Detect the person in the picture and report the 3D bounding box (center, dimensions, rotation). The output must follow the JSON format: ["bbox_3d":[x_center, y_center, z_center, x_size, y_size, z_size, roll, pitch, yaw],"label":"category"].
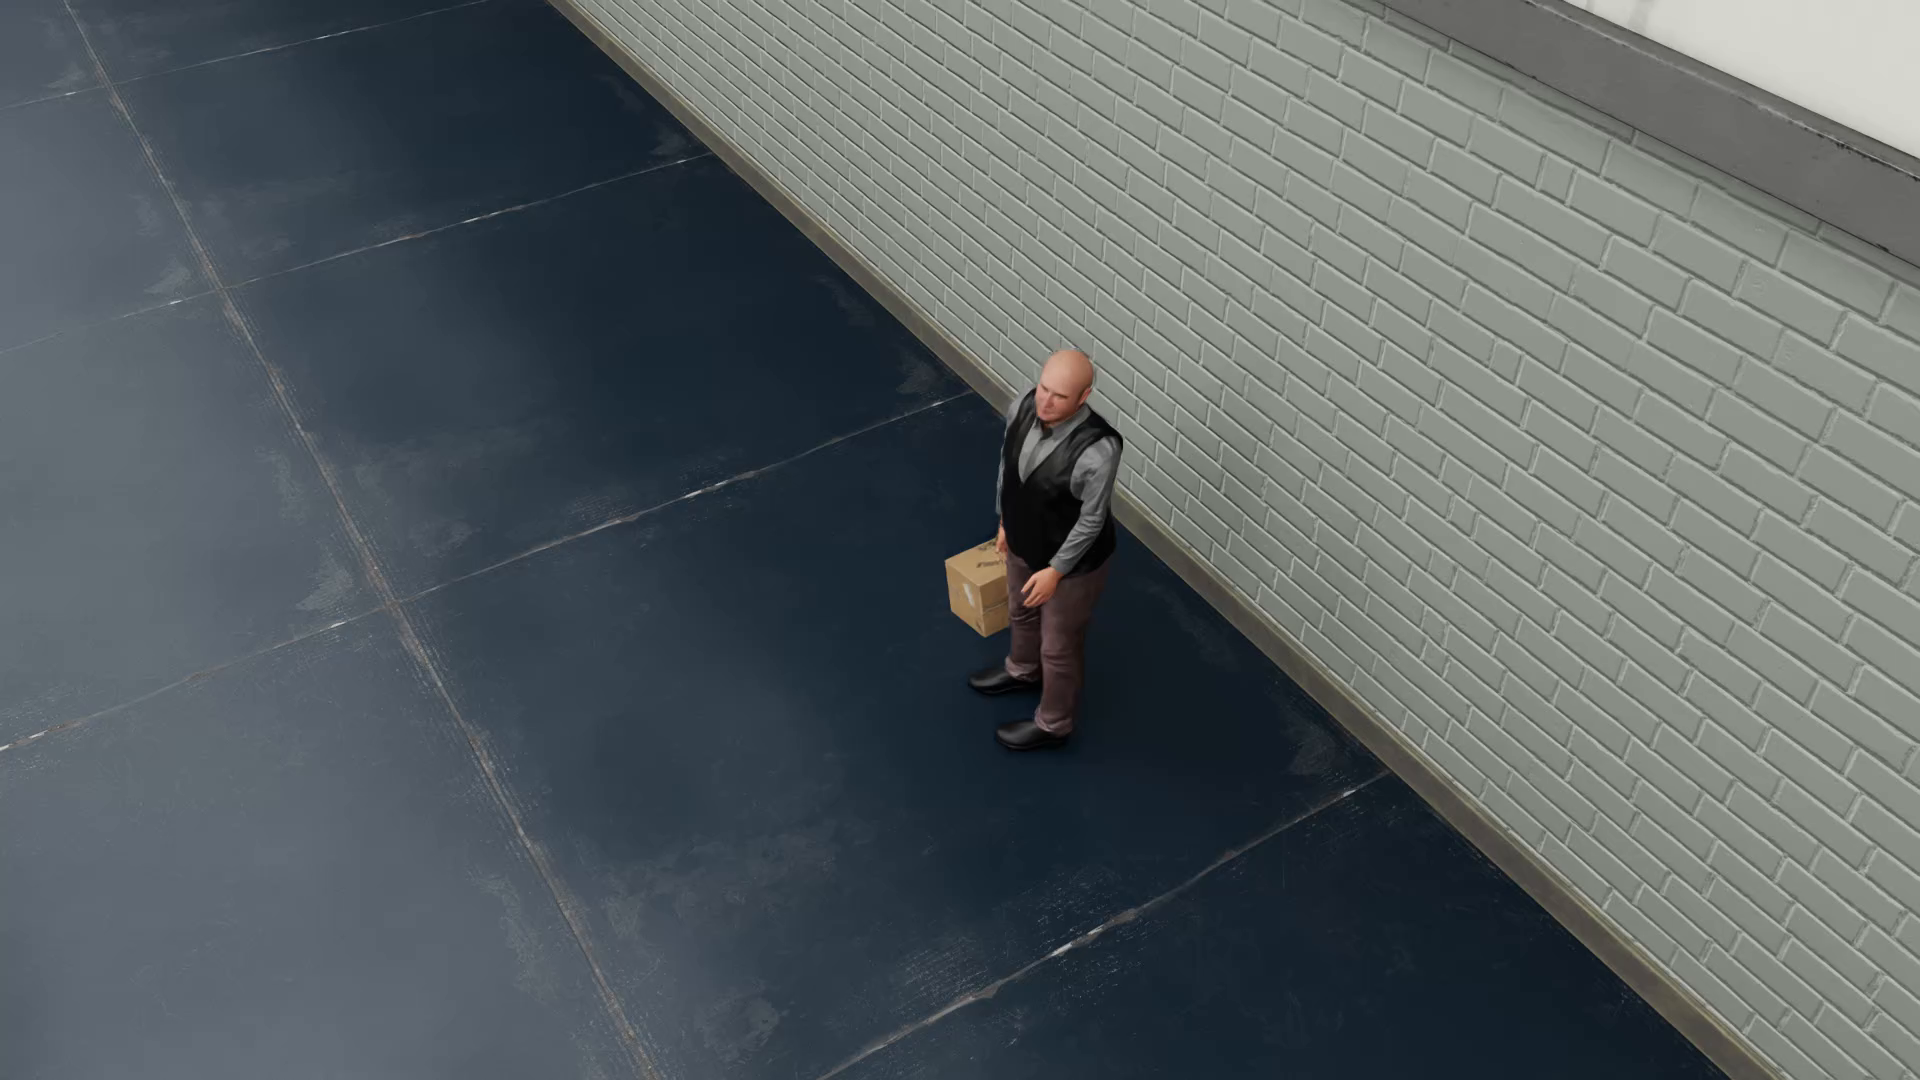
[{"bbox_3d":[0.284,0.035,6.099,0.459,1.731,0.573,-26,47,-27],"label":"person"}]
